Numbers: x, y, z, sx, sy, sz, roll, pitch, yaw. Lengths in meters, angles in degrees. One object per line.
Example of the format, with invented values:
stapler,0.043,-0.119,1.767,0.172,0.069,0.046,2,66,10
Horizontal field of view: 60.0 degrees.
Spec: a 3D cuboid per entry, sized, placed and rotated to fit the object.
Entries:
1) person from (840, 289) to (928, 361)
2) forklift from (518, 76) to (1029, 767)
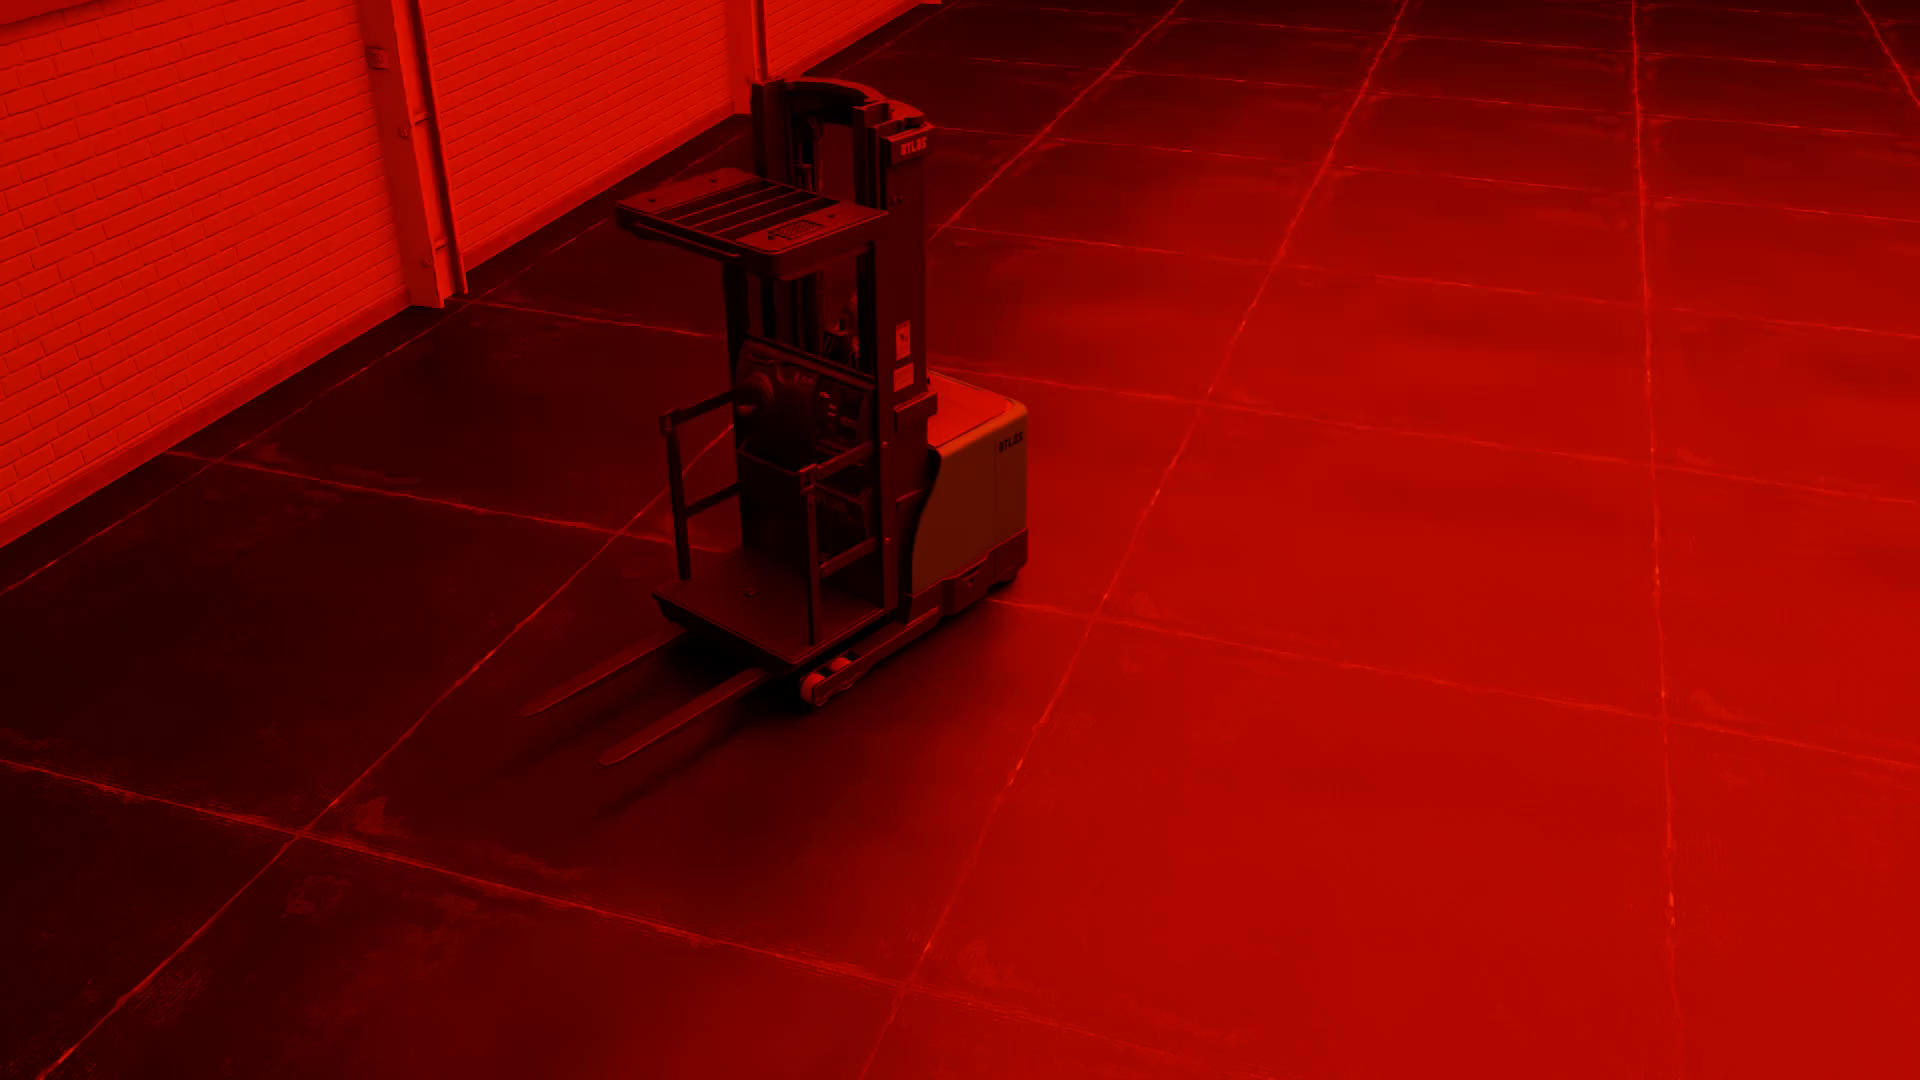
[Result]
person,-0.441,-1.056,10.321,0.435,1.608,0.748,19,35,30
forklift,-0.939,-0.697,8.359,1.130,2.935,3.031,23,37,34
